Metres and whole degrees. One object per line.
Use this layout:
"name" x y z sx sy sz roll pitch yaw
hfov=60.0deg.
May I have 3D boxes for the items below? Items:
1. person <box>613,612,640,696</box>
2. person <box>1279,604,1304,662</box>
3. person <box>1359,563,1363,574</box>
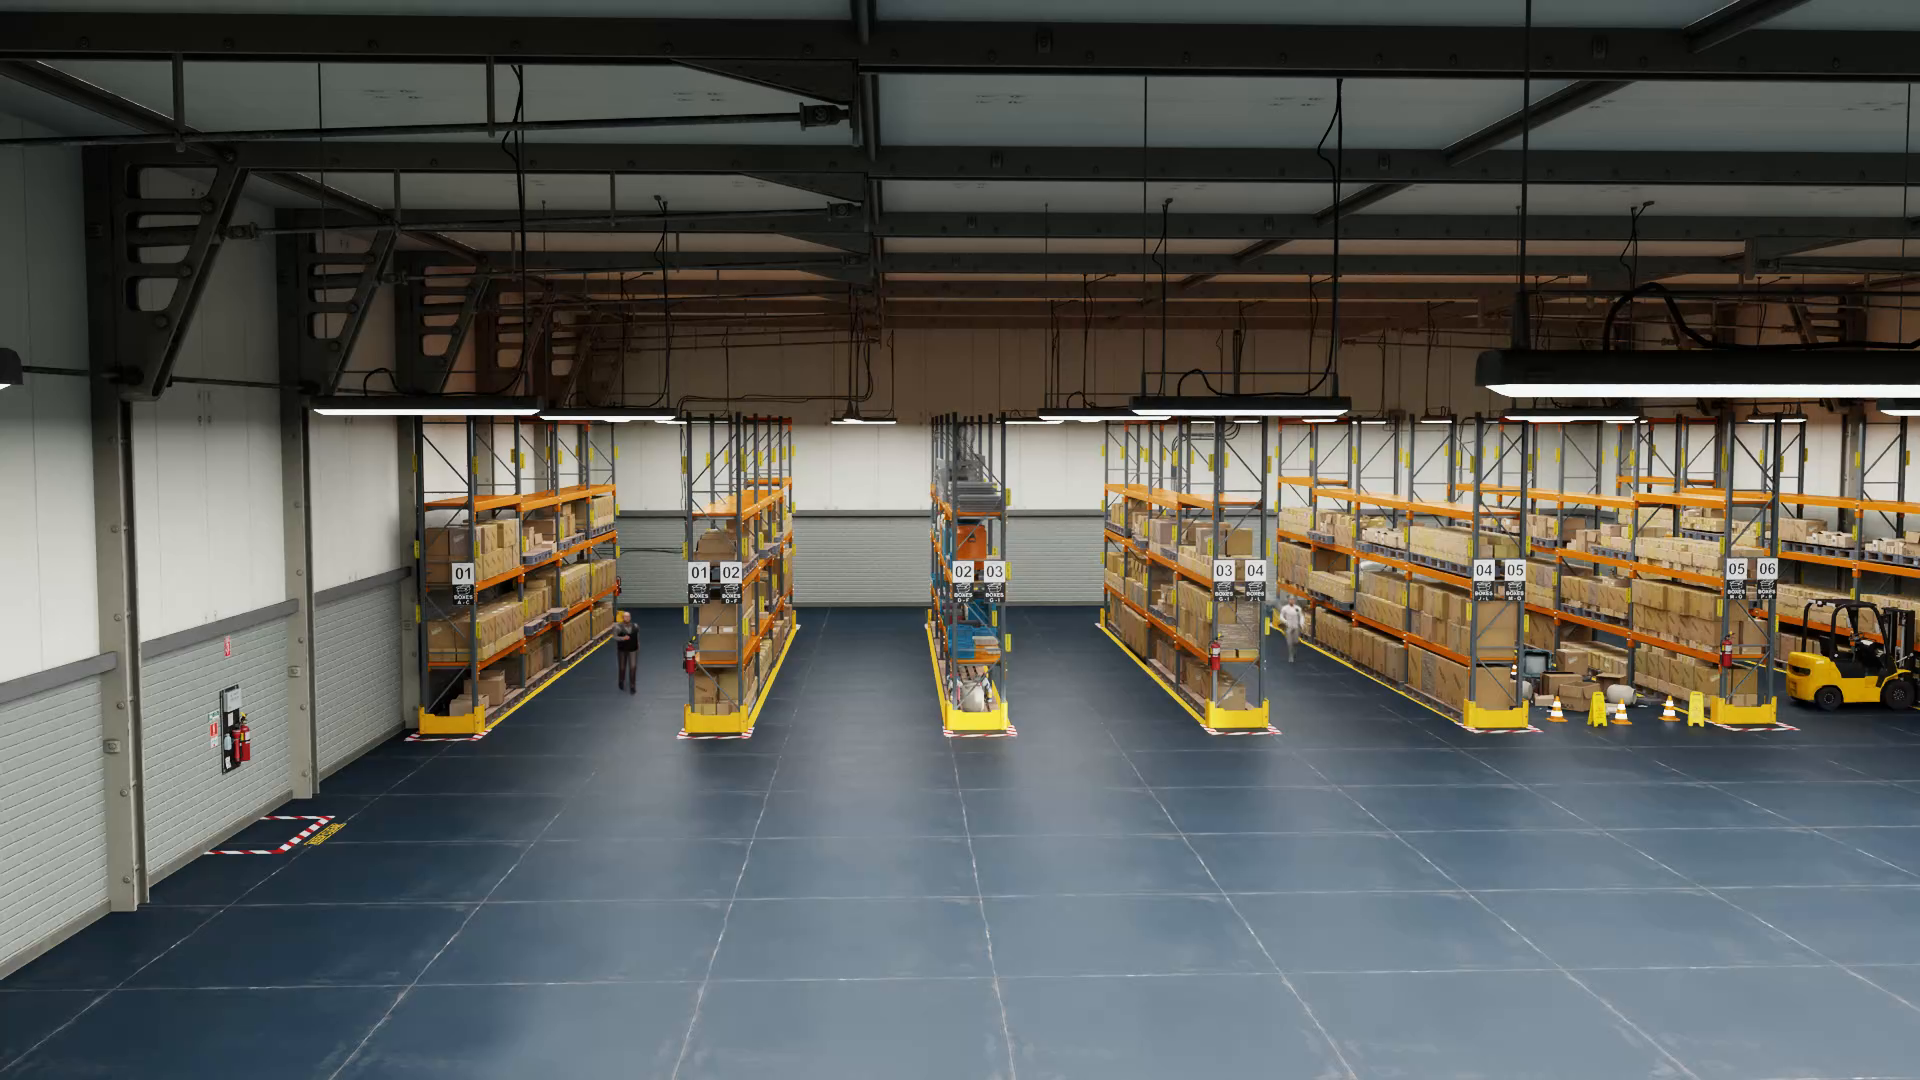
"person" -7.157 2.412 35.706 0.635 1.753 0.907 -2 4 -22
"person" 8.110 2.267 40.619 0.612 1.407 0.535 0 4 4
"person" 11.834 1.534 49.011 0.686 1.746 0.446 -1 4 -9
